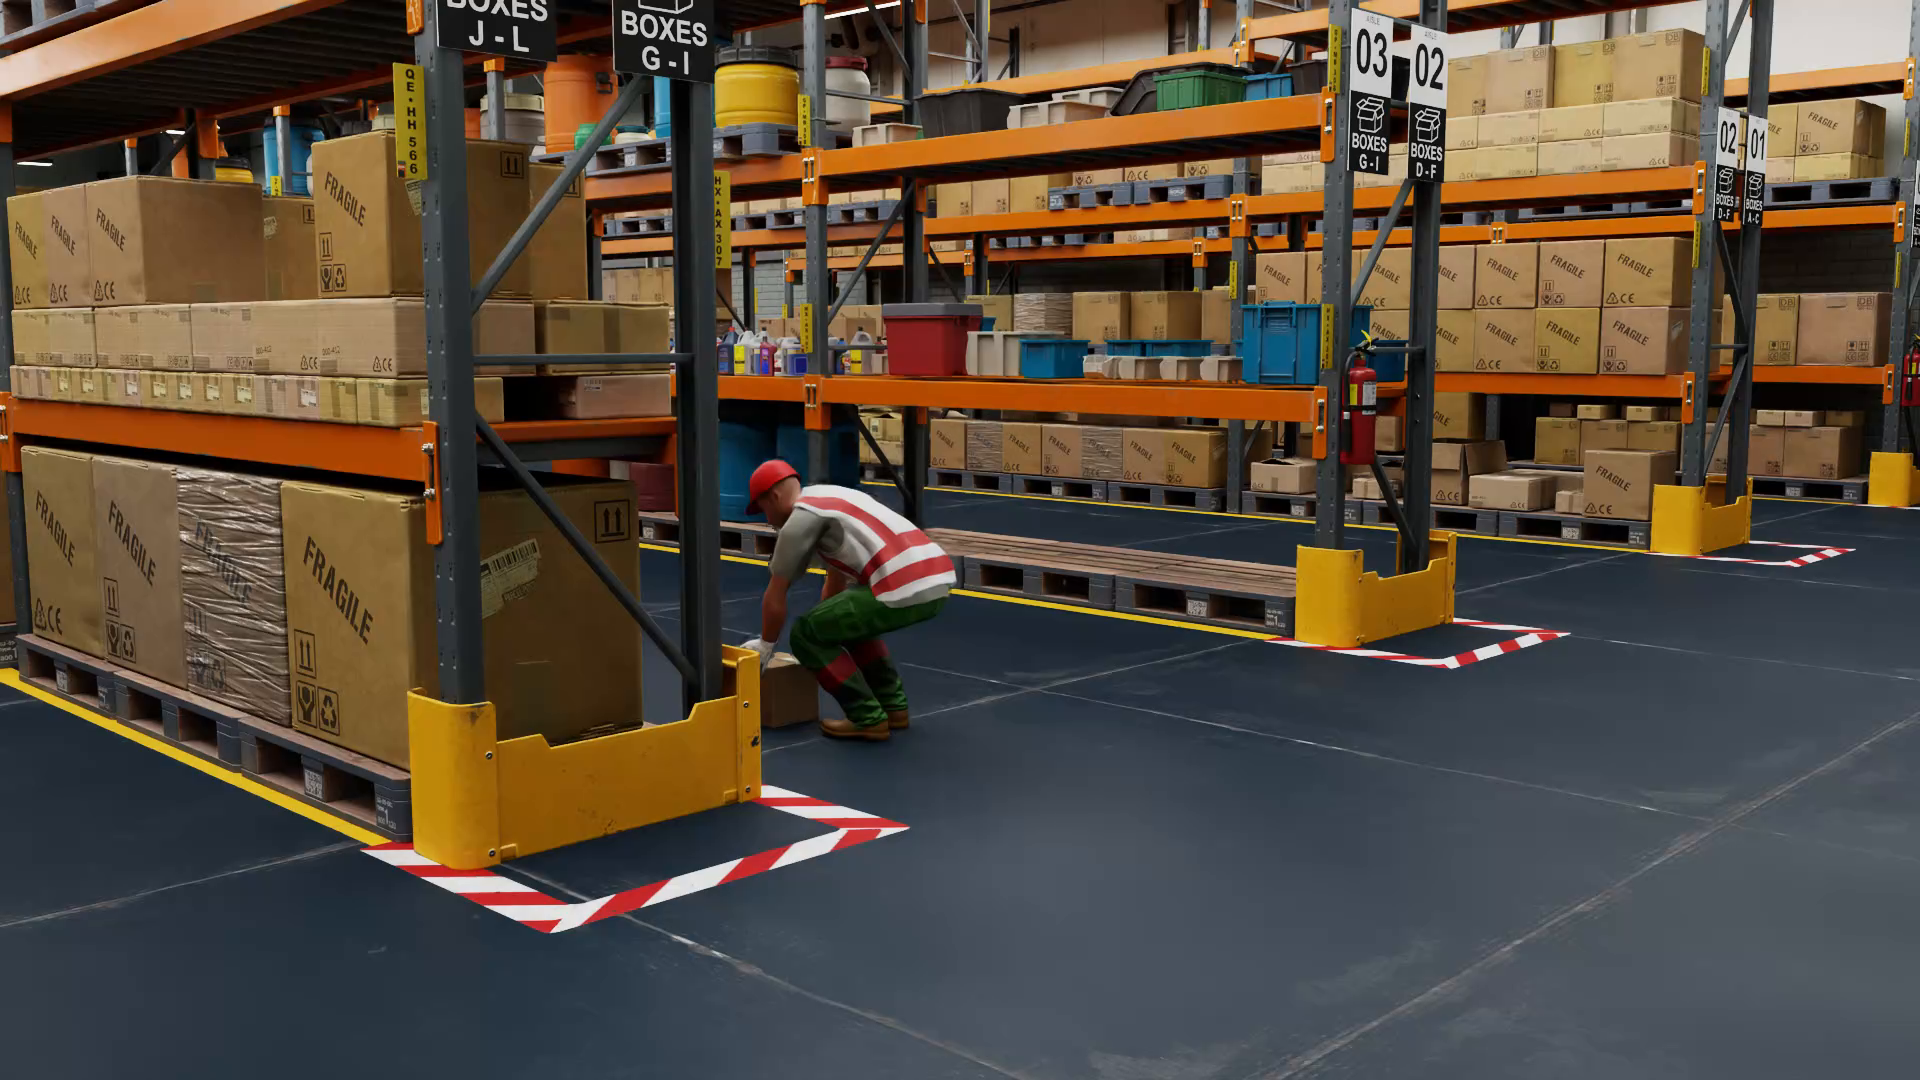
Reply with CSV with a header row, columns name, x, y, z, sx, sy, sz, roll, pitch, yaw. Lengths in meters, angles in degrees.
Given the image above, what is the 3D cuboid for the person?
name,x,y,z,sx,sy,sz,roll,pitch,yaw
person,-0.462,0.231,6.656,0.866,1.091,0.577,4,8,28
